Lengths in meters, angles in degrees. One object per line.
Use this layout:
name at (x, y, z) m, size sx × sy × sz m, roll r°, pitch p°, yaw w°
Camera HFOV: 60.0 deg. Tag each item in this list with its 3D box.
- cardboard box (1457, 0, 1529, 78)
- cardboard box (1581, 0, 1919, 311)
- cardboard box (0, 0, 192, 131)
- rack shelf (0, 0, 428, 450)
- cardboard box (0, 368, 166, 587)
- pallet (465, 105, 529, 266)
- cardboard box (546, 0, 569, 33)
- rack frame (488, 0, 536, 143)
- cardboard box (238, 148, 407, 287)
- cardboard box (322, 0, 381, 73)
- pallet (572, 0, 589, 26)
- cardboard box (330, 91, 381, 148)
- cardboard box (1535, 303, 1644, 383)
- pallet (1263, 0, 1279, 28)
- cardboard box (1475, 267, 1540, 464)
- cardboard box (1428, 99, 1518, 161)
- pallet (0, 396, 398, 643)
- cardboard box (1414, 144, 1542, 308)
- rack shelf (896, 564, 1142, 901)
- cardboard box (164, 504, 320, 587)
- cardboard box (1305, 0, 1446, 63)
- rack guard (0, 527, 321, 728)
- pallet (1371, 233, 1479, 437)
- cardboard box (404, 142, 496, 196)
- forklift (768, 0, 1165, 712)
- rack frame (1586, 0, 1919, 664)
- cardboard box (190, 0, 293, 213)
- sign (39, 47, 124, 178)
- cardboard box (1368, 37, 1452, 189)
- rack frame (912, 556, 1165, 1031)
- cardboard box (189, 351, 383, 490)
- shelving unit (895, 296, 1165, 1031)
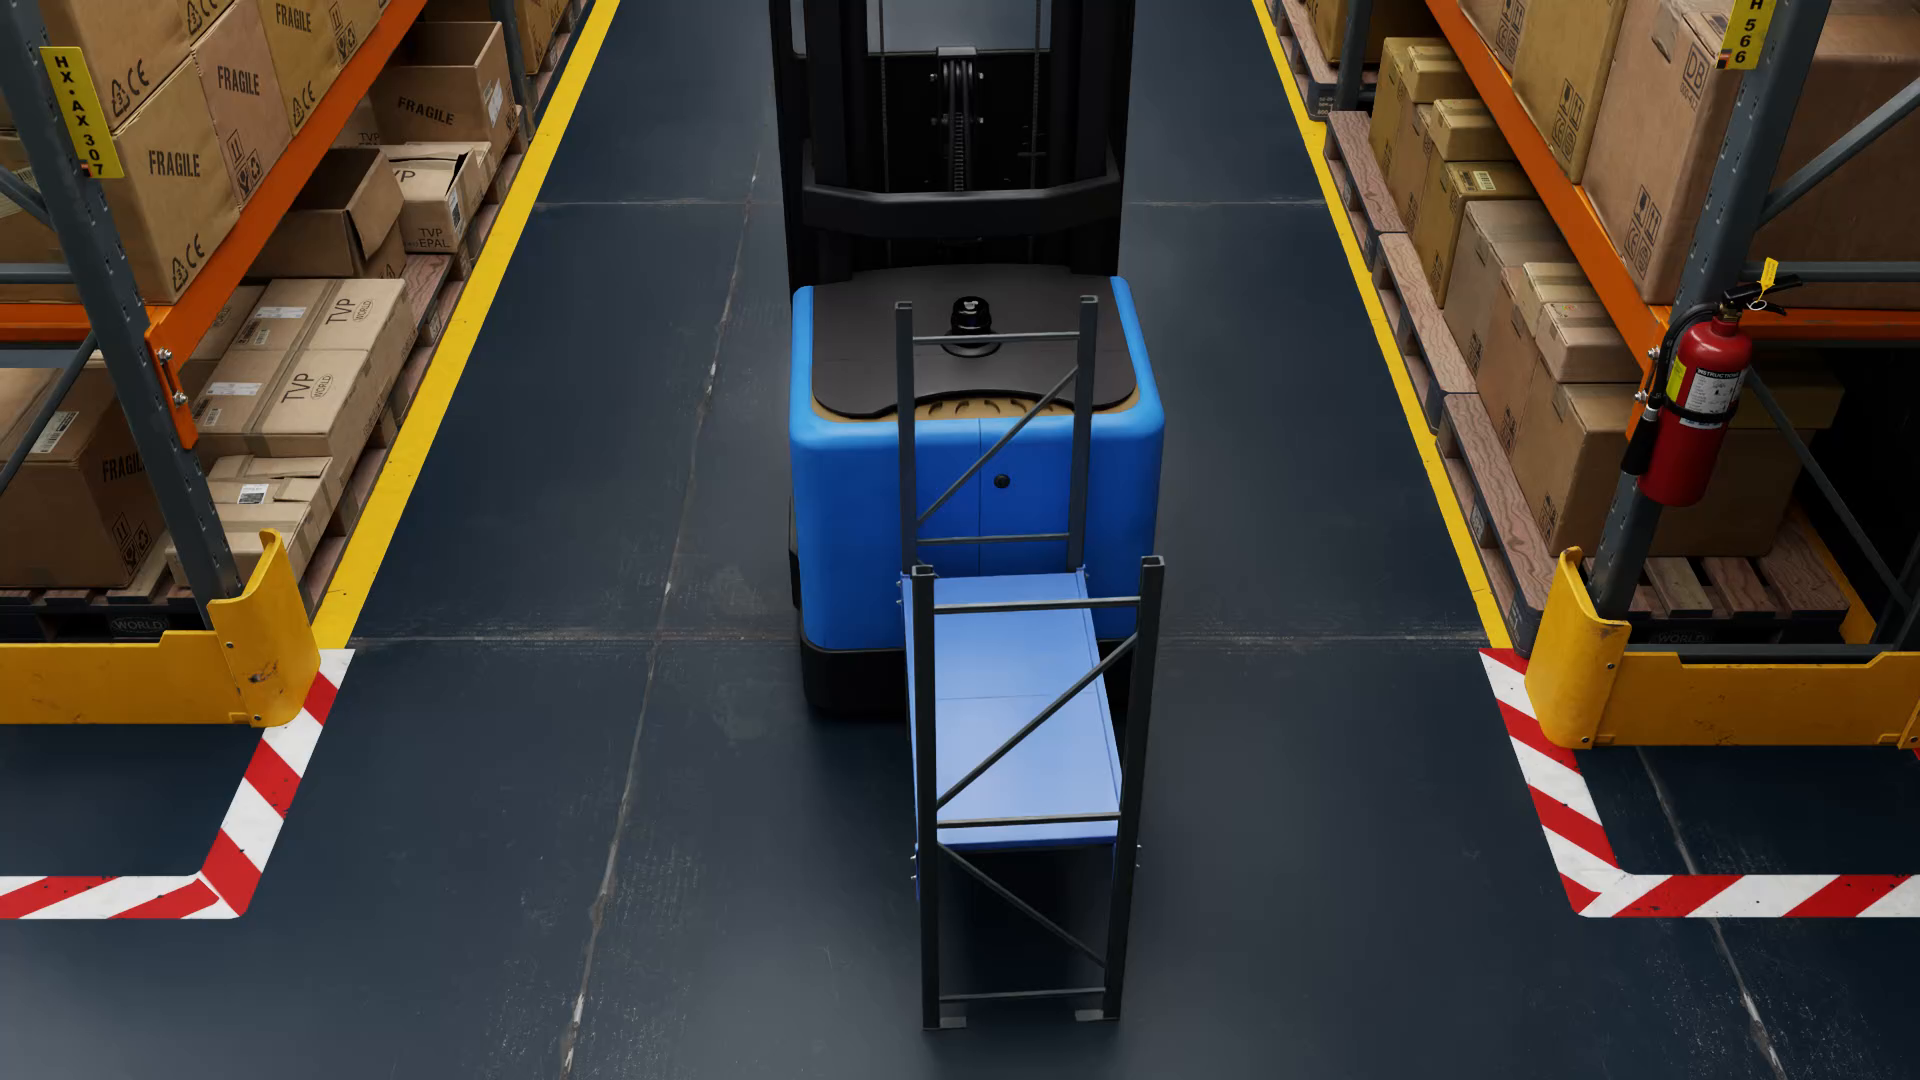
cardboard box at (2.332, -2.036, 5.652) m, size 0.980 × 0.700 × 0.700 m, roll -2°, pitch 39°, yaw -2°
cardboard box at (2.336, -1.104, 4.489) m, size 0.980 × 0.700 × 0.700 m, roll 2°, pitch 39°, yaw 2°
cardboard box at (-2.344, -1.369, 4.180) m, size 0.500 × 0.500 × 0.500 m, roll 1°, pitch 39°, yaw 1°
rack shelf at (-2.610, -1.632, 5.964) m, size 1.077 × 0.370 × 4.000 m, roll 0°, pitch 39°, yaw 0°
cardboard box at (-2.854, -0.198, 5.246) m, size 0.500 × 0.500 × 0.500 m, roll 0°, pitch 39°, yaw 0°
pallet at (-2.612, -1.646, 7.635) m, size 1.003 × 0.211 × 1.213 m, roll 0°, pitch 39°, yaw 0°
cardboard box at (-2.381, -2.996, 8.737) m, size 0.500 × 0.500 × 0.500 m, roll 0°, pitch 39°, yaw 1°
rack frame at (-2.612, -3.164, 7.299) m, size 1.000 × 3.000 × 0.127 m, roll 0°, pitch 39°, yaw 0°
cardboard box at (-2.605, -1.186, 6.476) m, size 0.797 × 0.503 × 0.637 m, roll 0°, pitch 39°, yaw 0°
cardboard box at (-2.347, -1.928, 5.677) m, size 0.500 × 0.500 × 0.500 m, roll 0°, pitch 39°, yaw 1°
pallet at (-2.655, -3.349, 9.760) m, size 1.003 × 0.211 × 1.213 m, roll 0°, pitch 39°, yaw 0°
cardboard box at (-2.828, -2.024, 7.675) m, size 0.500 × 0.311 × 0.500 m, roll 0°, pitch 39°, yaw 0°
cardboard box at (2.063, -0.628, 5.279) m, size 0.380 × 0.149 × 0.250 m, roll 0°, pitch 39°, yaw -1°
pallet at (2.261, -3.329, 9.735) m, size 1.003 × 0.211 × 1.213 m, roll 0°, pitch 39°, yaw 0°
cardboard box at (2.245, -0.607, 5.772) m, size 0.700 × 0.500 × 0.500 m, roll 0°, pitch 39°, yaw 0°
cardboard box at (2.059, -1.603, 6.496) m, size 0.380 × 0.149 × 0.250 m, roll -1°, pitch 39°, yaw -1°
pallet at (-2.609, -0.120, 5.731) m, size 1.003 × 0.211 × 1.213 m, roll 0°, pitch 39°, yaw 0°
cardboard box at (2.236, -1.255, 6.581) m, size 0.700 × 0.500 × 0.500 m, roll 1°, pitch 39°, yaw 1°
rack shelf at (0.122, 0.459, 4.266) m, size 0.538 × 0.185 × 1.000 m, roll -2°, pitch 39°, yaw -3°
cardboard box at (-2.264, 0.016, 5.259) m, size 0.380 × 0.149 × 0.250 m, roll 0°, pitch 39°, yaw 0°
cardboard box at (2.211, -2.901, 8.355) m, size 0.750 × 0.750 × 0.750 m, roll 0°, pitch 39°, yaw 0°
rack guard at (-2.608, 0.266, 5.019) m, size 1.175 × 0.500 × 0.348 m, roll 0°, pitch 39°, yaw 0°
pallet at (2.269, -0.841, 6.631) m, size 1.003 × 0.211 × 1.213 m, roll 0°, pitch 39°, yaw 0°
cardboard box at (-2.267, -1.632, 7.316) m, size 0.380 × 0.149 × 0.250 m, roll 0°, pitch 39°, yaw 0°
forklift at (-0.039, -1.534, 5.320) m, size 1.130 × 2.935 × 3.031 m, roll -2°, pitch 39°, yaw -3°
rack frame at (2.346, -0.668, 4.185) m, size 1.000 × 3.000 × 0.127 m, roll 0°, pitch 39°, yaw 0°
cardboard box at (-2.350, -1.302, 4.896) m, size 0.500 × 0.500 × 0.500 m, roll 0°, pitch 39°, yaw 0°
sign at (-2.065, -1.001, 3.908) m, size 0.100 × 0.325 × 0.005 m, roll 0°, pitch 39°, yaw 0°
cardboard box at (2.240, -1.890, 7.373) m, size 0.700 × 0.500 × 0.500 m, roll 0°, pitch 39°, yaw 1°
rack frame at (0.155, 0.636, 3.757) m, size 0.500 × 1.500 × 0.032 m, roll -2°, pitch 39°, yaw -3°
cardboard box at (-2.325, -0.414, 5.715) m, size 0.500 × 0.250 × 0.500 m, roll 0°, pitch 39°, yaw 0°
shelving unit at (0.122, 0.319, 4.153) m, size 0.538 × 1.500 × 1.048 m, roll -2°, pitch 39°, yaw -3°
